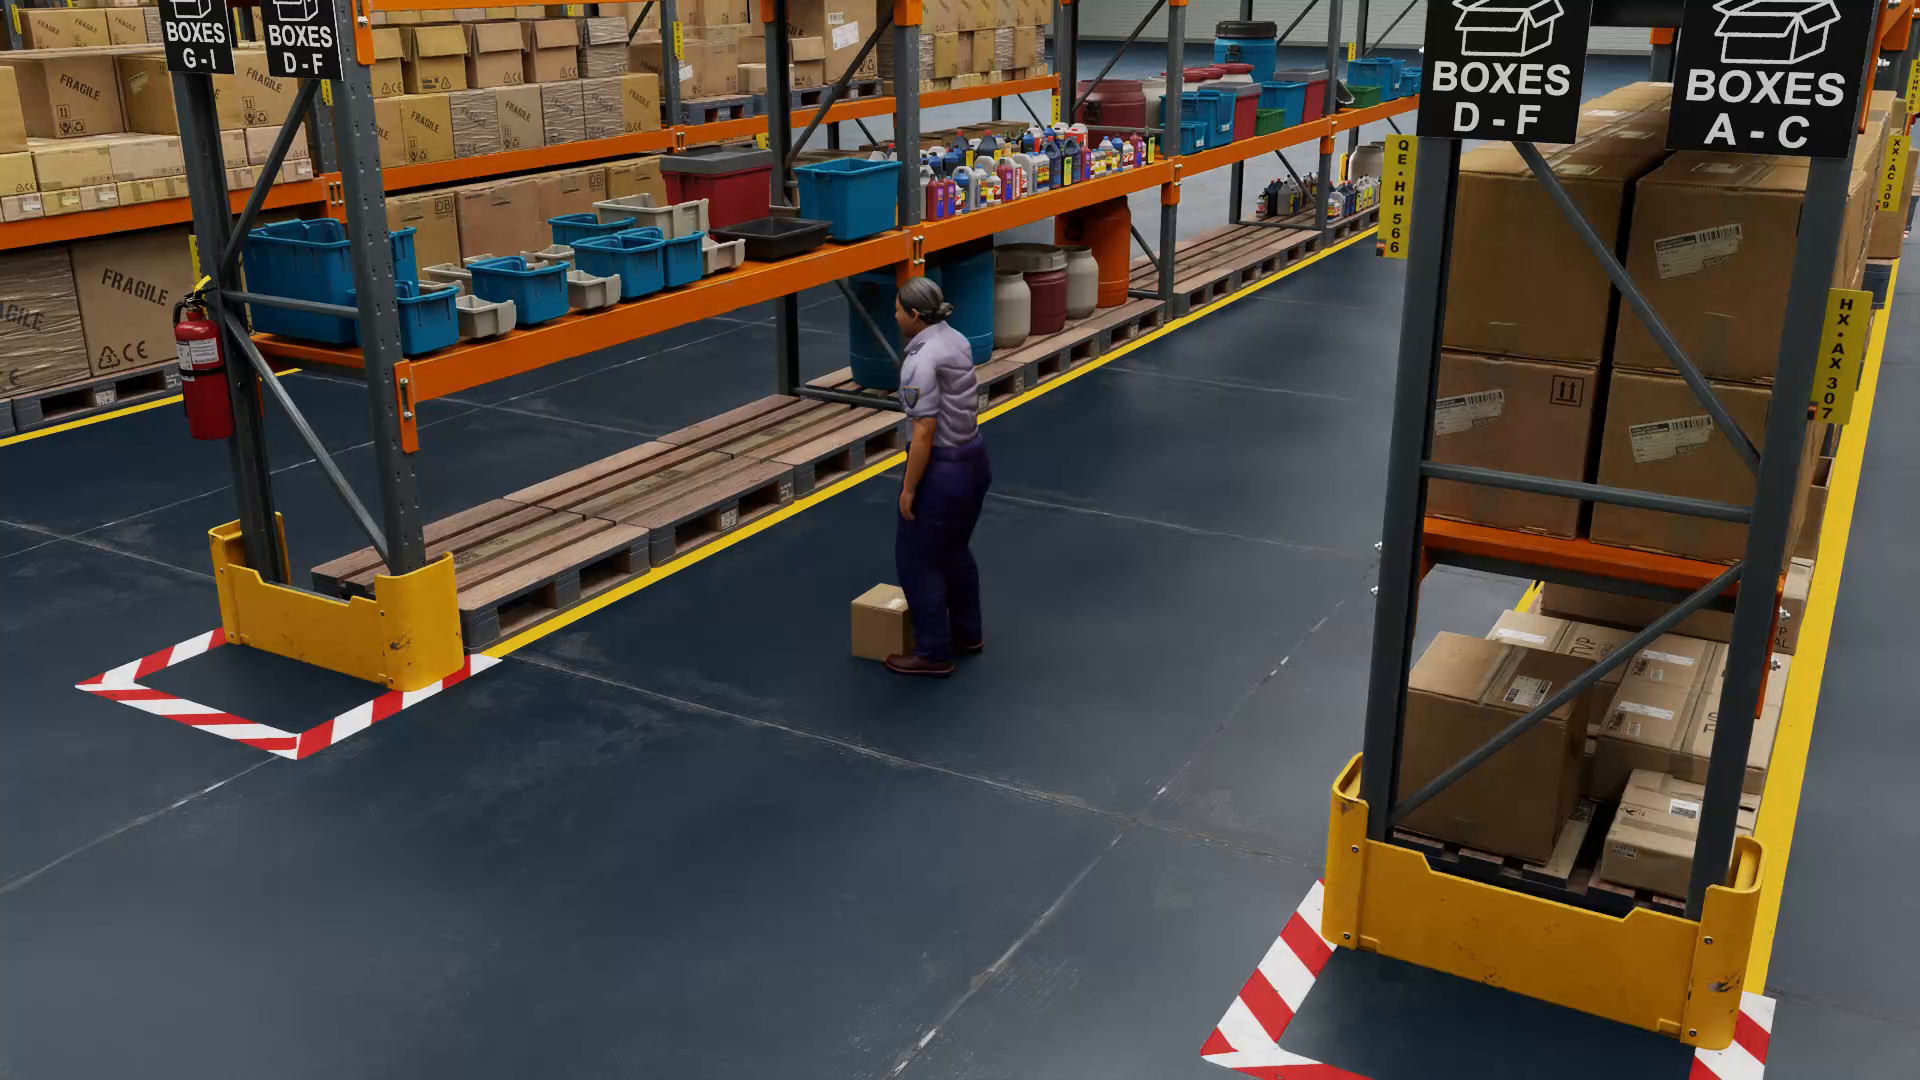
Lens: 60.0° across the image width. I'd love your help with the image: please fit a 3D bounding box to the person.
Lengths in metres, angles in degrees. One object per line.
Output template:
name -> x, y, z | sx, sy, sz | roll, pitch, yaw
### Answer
person -> -0.083, -0.256, 6.824 | 0.371, 1.636, 0.560 | 9, 22, 24
